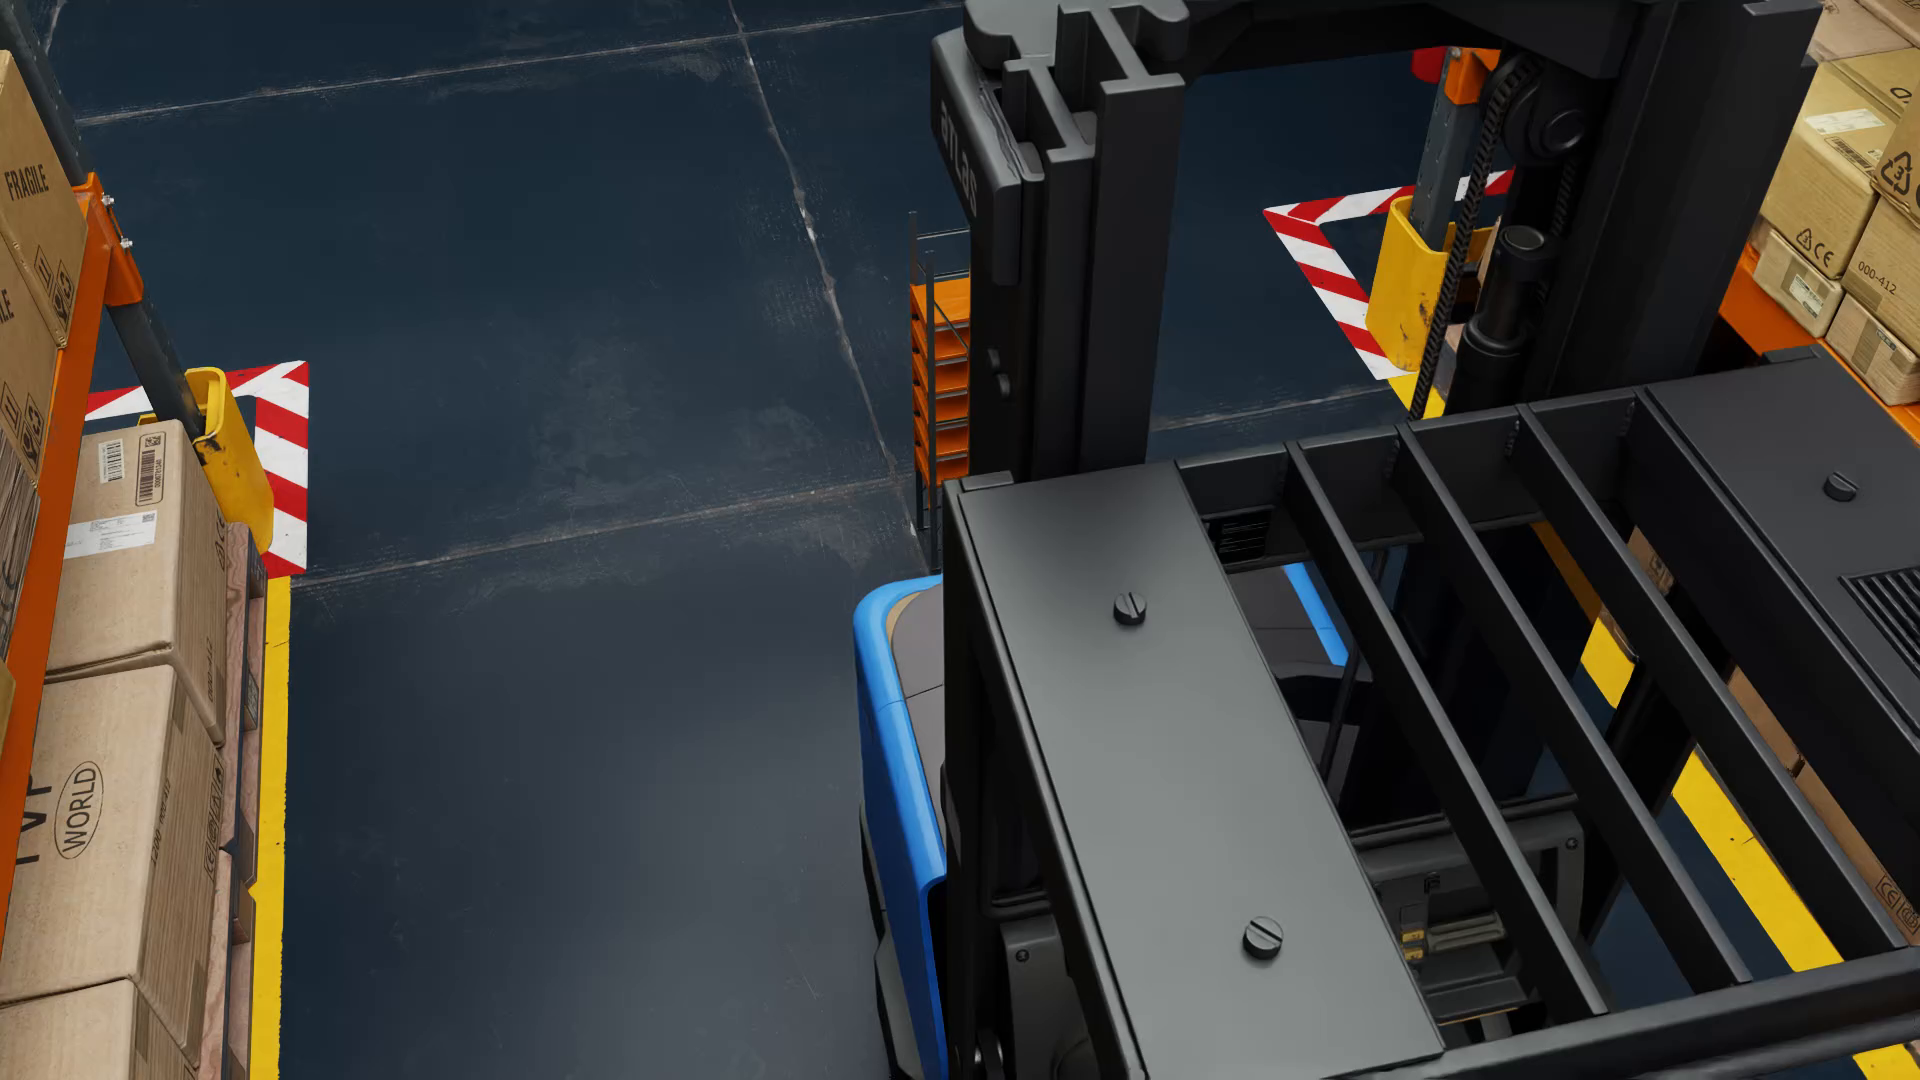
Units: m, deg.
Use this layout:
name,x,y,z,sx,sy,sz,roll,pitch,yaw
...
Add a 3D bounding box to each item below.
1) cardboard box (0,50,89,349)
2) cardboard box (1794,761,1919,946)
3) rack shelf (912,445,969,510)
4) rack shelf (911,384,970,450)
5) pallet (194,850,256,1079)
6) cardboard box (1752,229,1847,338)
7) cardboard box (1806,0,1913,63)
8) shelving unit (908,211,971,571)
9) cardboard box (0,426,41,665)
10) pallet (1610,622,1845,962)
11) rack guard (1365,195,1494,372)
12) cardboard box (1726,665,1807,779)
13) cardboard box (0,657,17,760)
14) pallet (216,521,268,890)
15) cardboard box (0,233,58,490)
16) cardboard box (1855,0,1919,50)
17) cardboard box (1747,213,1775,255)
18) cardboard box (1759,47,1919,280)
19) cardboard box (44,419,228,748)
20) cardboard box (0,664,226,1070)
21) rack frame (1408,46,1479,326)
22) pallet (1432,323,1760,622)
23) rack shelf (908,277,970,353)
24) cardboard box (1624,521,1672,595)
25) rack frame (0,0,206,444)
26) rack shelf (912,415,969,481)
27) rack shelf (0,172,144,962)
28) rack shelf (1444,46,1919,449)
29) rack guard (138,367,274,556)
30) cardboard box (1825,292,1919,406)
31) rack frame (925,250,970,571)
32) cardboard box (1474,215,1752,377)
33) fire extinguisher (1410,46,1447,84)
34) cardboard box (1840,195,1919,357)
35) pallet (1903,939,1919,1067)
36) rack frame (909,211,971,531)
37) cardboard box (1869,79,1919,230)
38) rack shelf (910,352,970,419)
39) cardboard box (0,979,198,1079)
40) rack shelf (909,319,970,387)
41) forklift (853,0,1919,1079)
name,x,y,z,sx,sy,sz,roll,pitch,yaw
cardboard box,-2.377,-0.746,3.811,0.500,0.500,0.500,-10,47,-10
cardboard box,2.553,0.576,4.042,0.700,0.500,0.500,-12,47,-12
rack shelf,0.004,-0.211,5.015,0.258,0.103,0.180,-11,47,-10
rack shelf,0.004,-0.379,4.843,0.258,0.103,0.180,-11,47,-10
pallet,-2.168,1.359,3.771,1.003,0.211,1.213,-11,47,-10
cardboard box,2.141,-0.642,3.955,0.380,0.149,0.250,-12,47,-11
cardboard box,2.026,-1.247,4.268,0.500,0.250,0.500,-10,46,-10
shelving unit,0.004,-0.410,4.812,0.258,1.200,0.189,-11,47,-10
cardboard box,-2.122,-0.043,3.122,0.500,0.500,0.500,-9,46,-9
pallet,2.574,0.514,4.599,1.003,0.211,1.213,-11,47,-10
rack guard,2.060,-0.978,5.859,1.175,0.500,0.348,-11,47,-10
cardboard box,2.326,0.242,4.368,0.500,0.500,0.500,-10,46,-10
cardboard box,-1.977,0.311,2.775,0.500,0.500,0.500,-9,46,-9
pallet,-2.476,0.518,4.594,1.003,0.211,1.213,-11,47,-10
cardboard box,-2.263,-0.397,3.469,0.500,0.500,0.500,-12,47,-11
cardboard box,2.546,-1.332,4.352,0.500,0.250,0.500,-11,47,-10
cardboard box,2.149,-0.830,4.140,0.380,0.149,0.250,-10,46,-10
cardboard box,2.159,-0.897,3.926,0.500,0.250,0.500,-12,47,-11
cardboard box,-2.491,0.192,4.462,0.875,0.438,0.875,-12,47,-12
cardboard box,-2.249,0.822,3.844,0.875,0.438,0.875,-10,46,-9
rack frame,2.041,-1.906,5.017,1.000,3.000,0.127,-11,47,-10
pallet,2.265,-0.327,5.423,1.003,0.211,1.213,-11,47,-10
rack shelf,0.004,-0.631,4.586,0.258,0.103,0.180,-11,47,-10
cardboard box,2.287,-0.141,4.744,0.700,0.500,0.500,-9,46,-9
rack frame,-2.757,-0.996,4.125,1.000,3.000,0.127,-11,47,-10
rack shelf,0.004,-0.295,4.929,0.258,0.103,0.180,-11,47,-10
rack shelf,-2.245,0.637,3.029,1.077,0.370,4.000,-11,47,-10
rack shelf,2.553,-0.273,3.921,1.077,0.370,4.000,-11,47,-10
rack guard,-2.763,-0.137,5.034,1.175,0.500,0.348,-11,47,-10
cardboard box,2.228,-0.464,3.781,0.380,0.149,0.250,-10,46,-9
rack frame,0.027,-0.347,4.750,0.240,1.200,0.006,-11,47,-10
cardboard box,2.106,-0.739,5.328,0.797,0.503,0.637,-12,47,-12
fire extinguisher,1.556,-1.765,5.195,0.296,0.674,0.183,-11,47,-10
cardboard box,2.310,-0.548,3.584,0.500,0.250,0.500,-12,47,-11
pallet,2.890,1.358,3.772,1.003,0.211,1.213,-11,47,-10
rack frame,-0.020,-0.473,4.874,0.240,1.200,0.006,-11,47,-10
cardboard box,2.281,-0.822,3.327,0.500,0.500,0.500,-10,46,-9
rack shelf,0.004,-0.463,4.758,0.258,0.103,0.180,-11,47,-10
cardboard box,-2.019,1.445,3.234,0.875,0.438,0.875,-12,47,-11
rack shelf,0.004,-0.547,4.672,0.258,0.103,0.180,-11,47,-10
forklift,0.576,0.780,2.433,1.130,2.935,3.031,-9,46,-9
